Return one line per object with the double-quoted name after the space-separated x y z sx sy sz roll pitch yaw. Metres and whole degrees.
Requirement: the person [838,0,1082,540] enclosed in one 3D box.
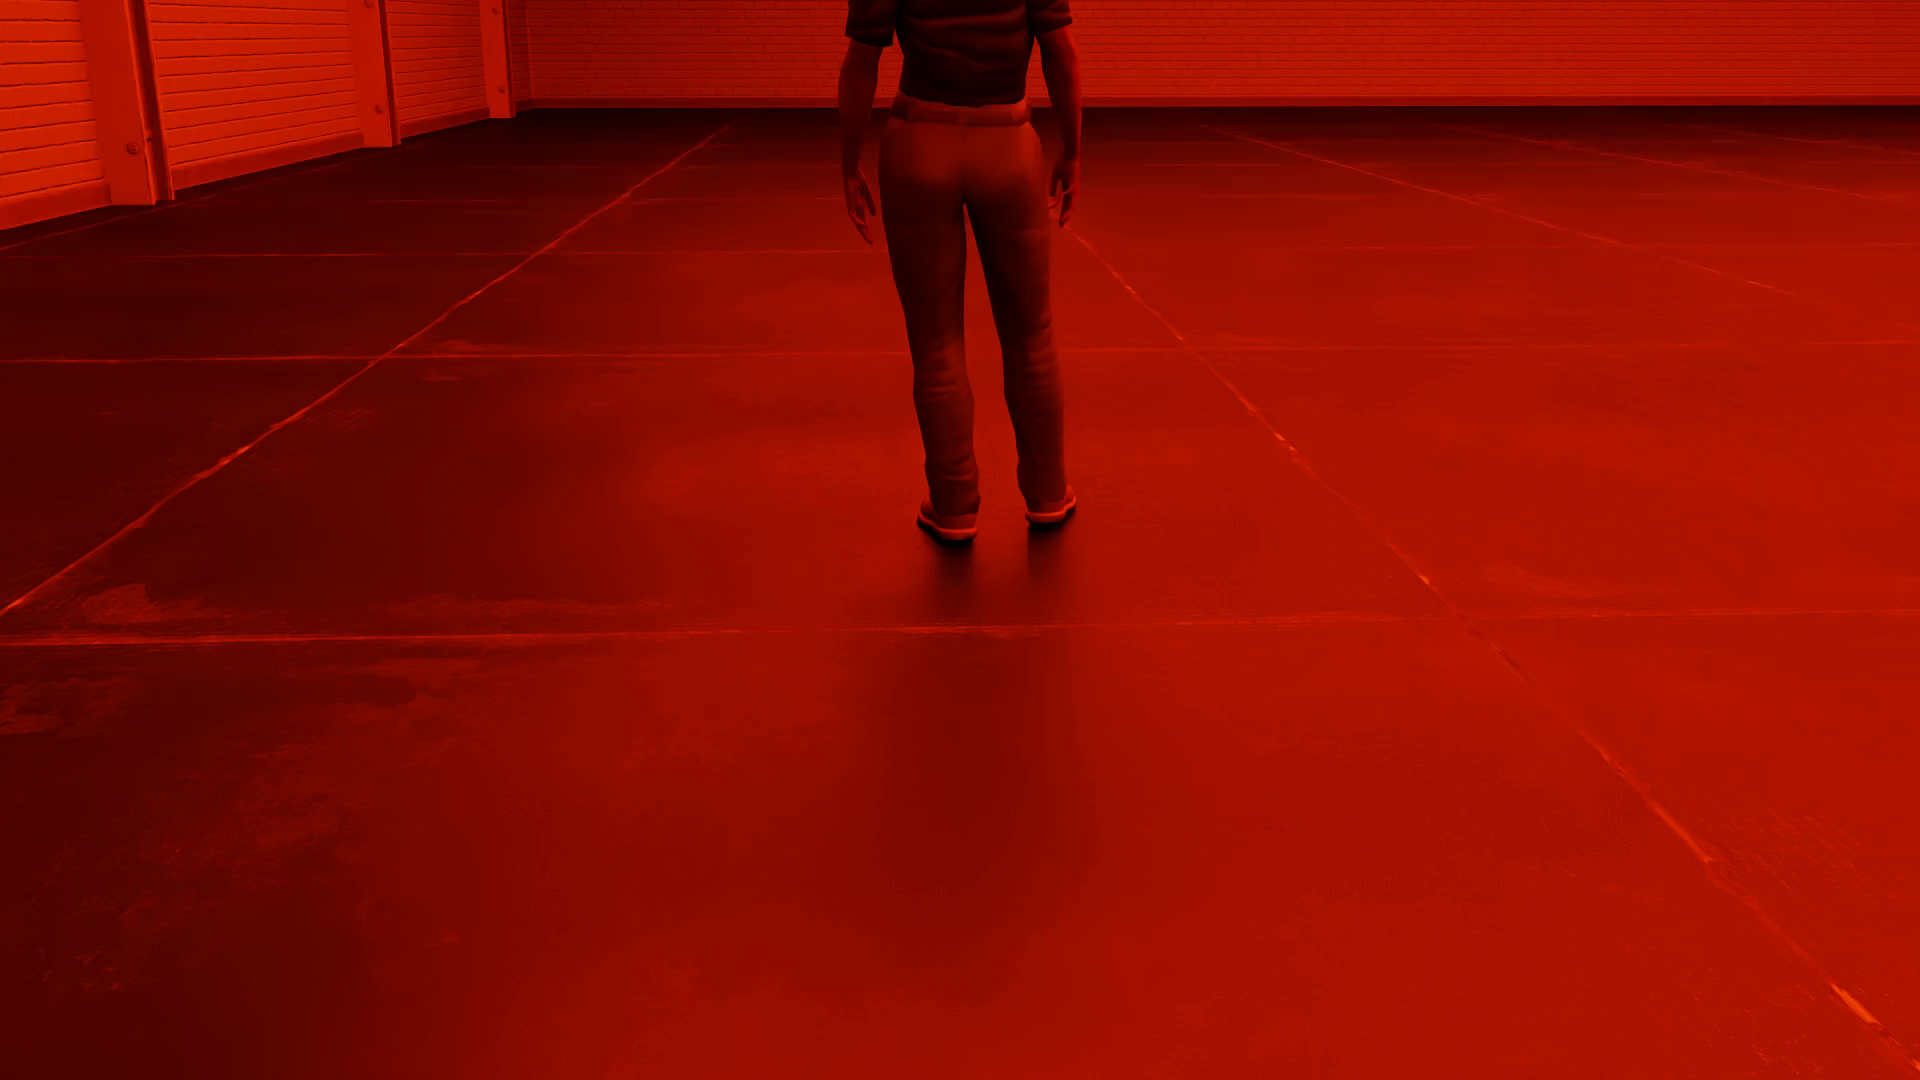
0.015 -0.824 3.759 0.570 1.656 0.503 -1 17 -3 "person"
